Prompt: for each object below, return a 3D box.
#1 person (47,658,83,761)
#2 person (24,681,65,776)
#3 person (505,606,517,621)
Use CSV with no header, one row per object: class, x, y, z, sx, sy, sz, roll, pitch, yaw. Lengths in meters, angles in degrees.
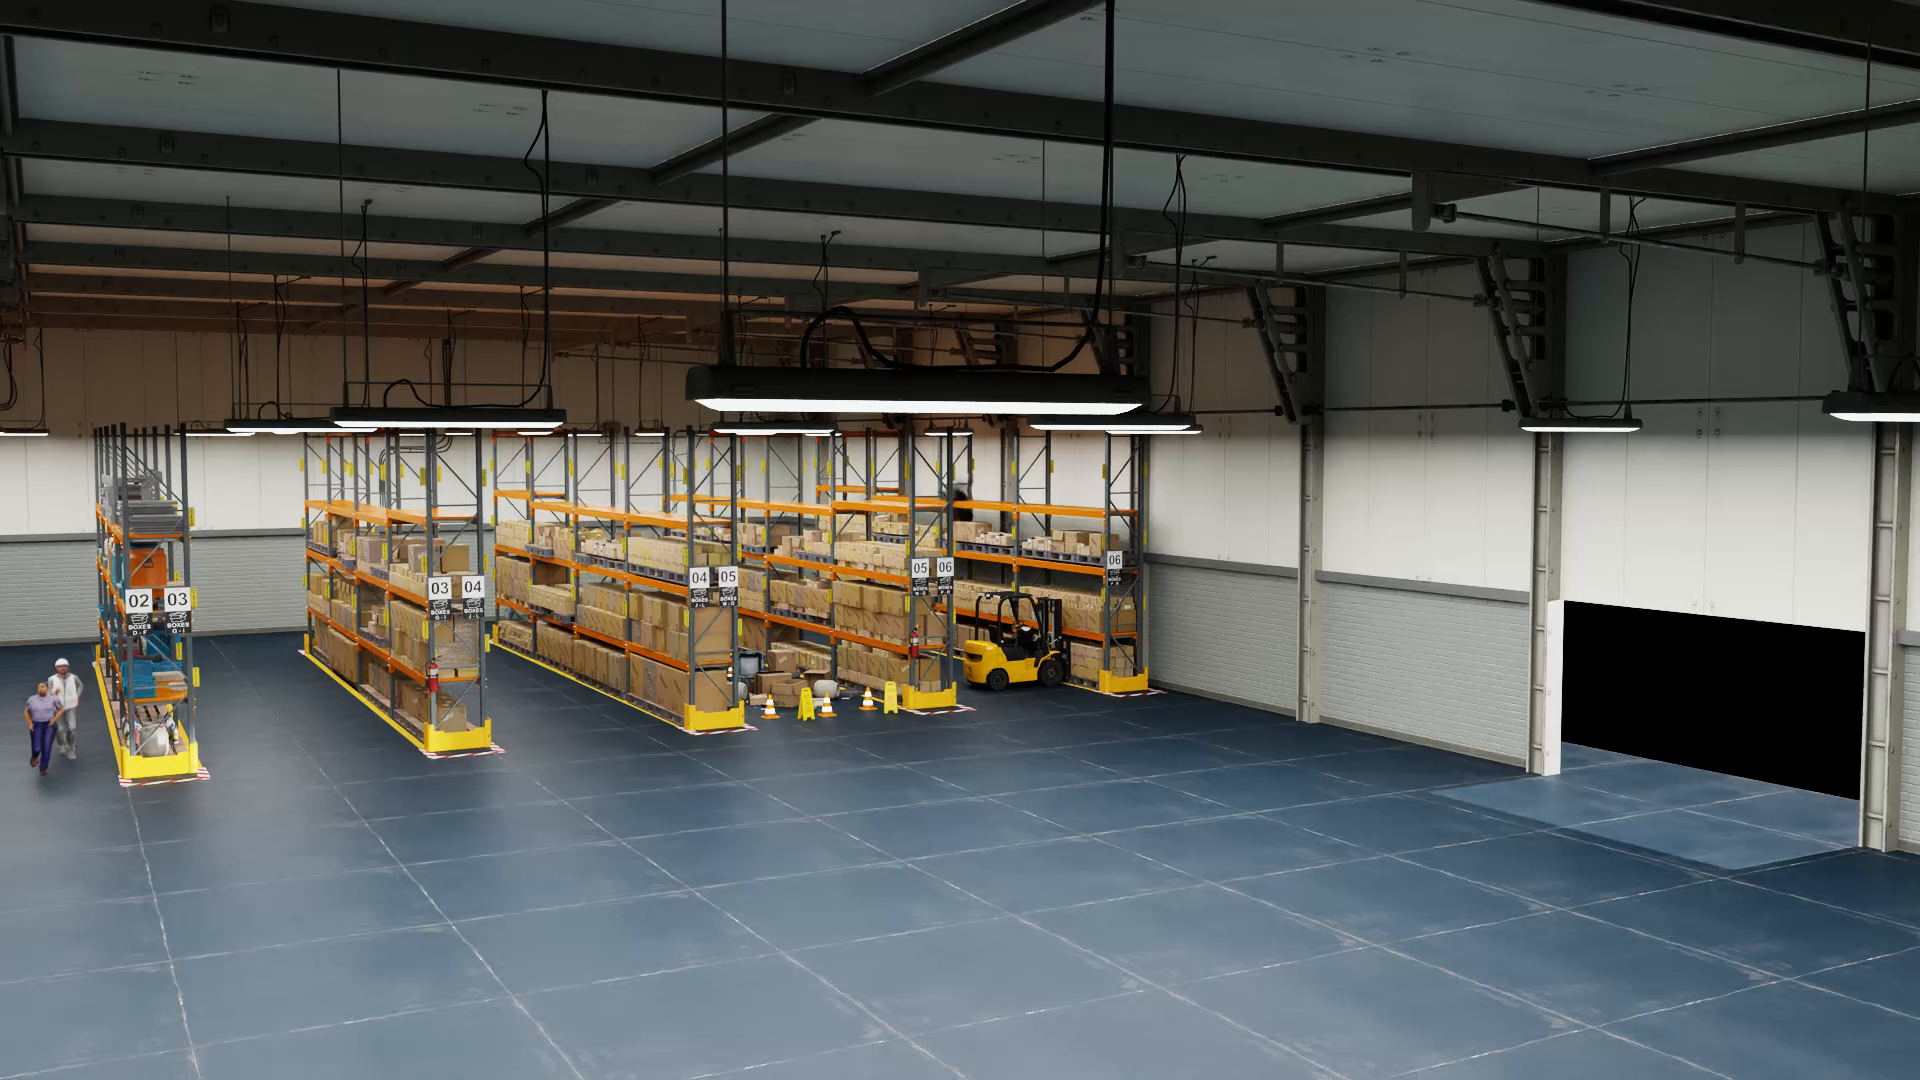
person,-16.055,3.033,29.803,0.639,1.828,0.734,-2,4,-30
person,-15.676,3.213,28.487,0.605,1.612,0.582,-2,4,-26
person,-13.031,1.906,48.240,0.697,1.759,0.909,2,4,35
